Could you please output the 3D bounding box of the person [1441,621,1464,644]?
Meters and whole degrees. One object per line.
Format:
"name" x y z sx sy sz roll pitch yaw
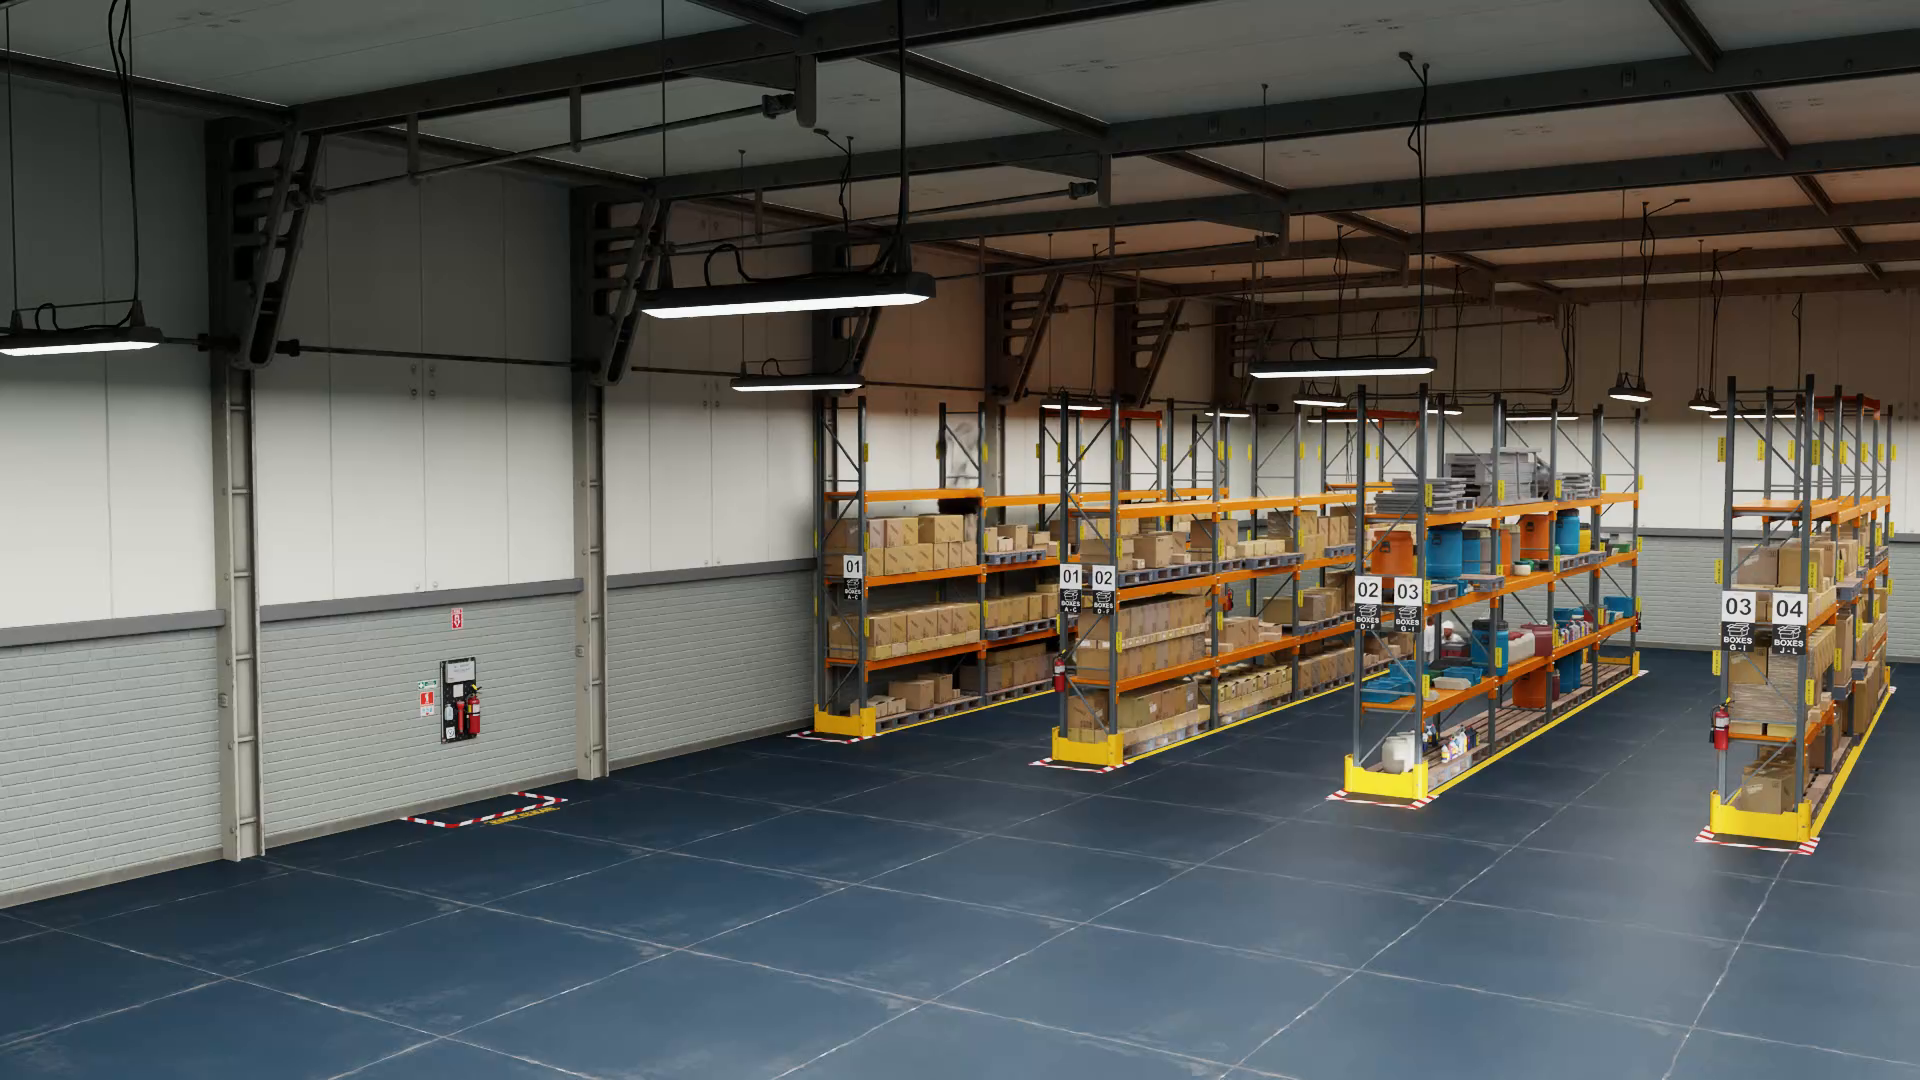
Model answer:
"person" 9.706 2.443 32.917 0.651 1.708 0.761 2 3 31

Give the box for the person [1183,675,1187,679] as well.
"person" 4.691 2.334 35.415 0.537 1.609 0.875 2 3 27

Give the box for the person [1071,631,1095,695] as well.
"person" 2.442 2.521 32.193 0.604 1.616 0.653 1 3 26

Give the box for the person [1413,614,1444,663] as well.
"person" 9.853 2.311 34.844 0.714 1.731 0.791 1 3 25
